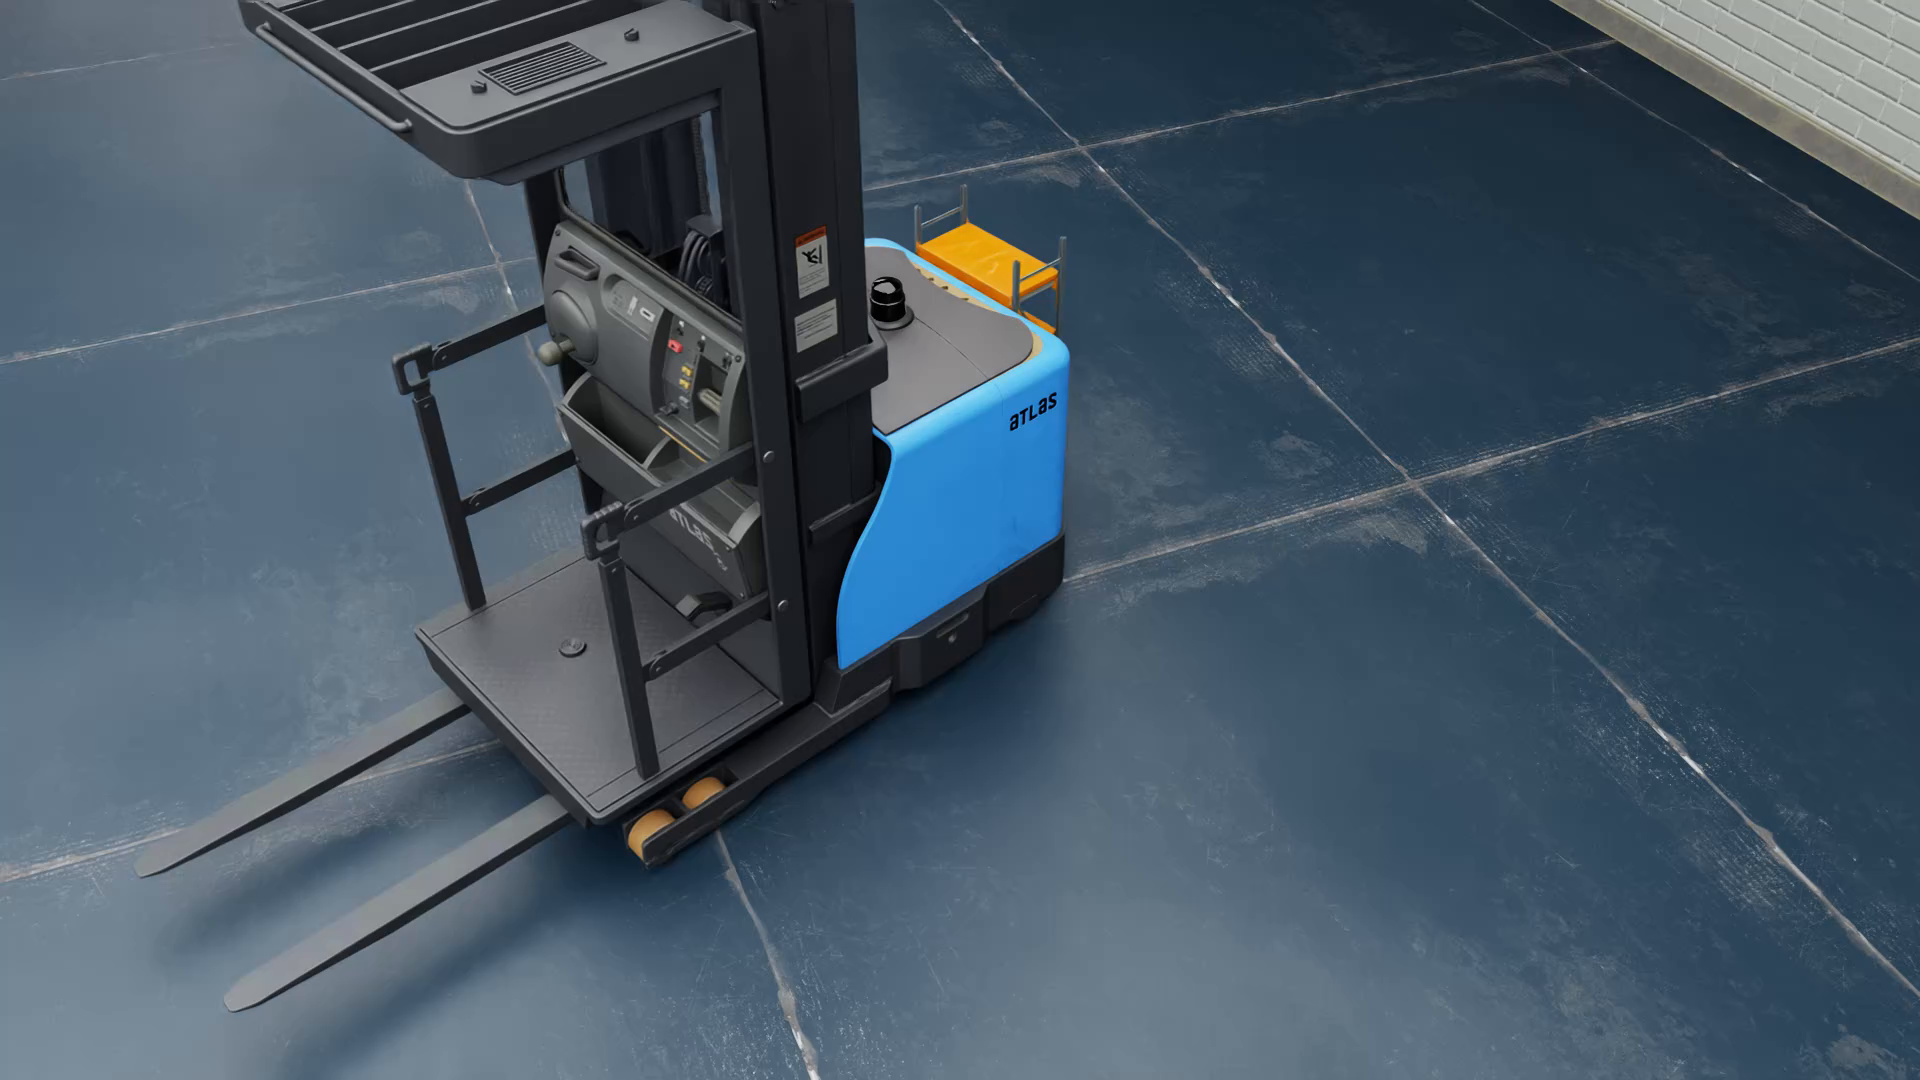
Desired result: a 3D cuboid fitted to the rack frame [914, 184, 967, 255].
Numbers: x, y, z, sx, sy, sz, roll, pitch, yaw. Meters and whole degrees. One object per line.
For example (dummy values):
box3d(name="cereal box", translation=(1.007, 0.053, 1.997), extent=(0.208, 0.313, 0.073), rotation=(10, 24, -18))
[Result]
box3d(name="rack frame", translation=(-0.067, -0.745, 6.196), extent=(0.240, 1.200, 0.015), rotation=(-31, 50, -31))

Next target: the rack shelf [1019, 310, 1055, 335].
box3d(name="rack shelf", translation=(0.100, -0.747, 5.959), extent=(0.258, 0.148, 0.480), rotation=(-31, 50, -31))

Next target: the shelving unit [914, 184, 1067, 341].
box3d(name="shelving unit", translation=(0.100, -0.629, 6.061), extent=(0.258, 1.200, 0.503), rotation=(-31, 50, -31))

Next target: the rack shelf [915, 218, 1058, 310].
box3d(name="rack shelf", translation=(0.100, -0.927, 5.805), extent=(0.258, 0.148, 0.480), rotation=(-31, 50, -31))

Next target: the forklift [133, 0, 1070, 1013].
box3d(name="forklift", translation=(-1.056, -0.507, 4.591), extent=(3.031, 2.935, 1.130), rotation=(-31, 49, -31))

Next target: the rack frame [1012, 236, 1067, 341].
box3d(name="rack frame", translation=(0.266, -0.512, 5.926), extent=(0.240, 1.200, 0.015), rotation=(-31, 50, -31))
